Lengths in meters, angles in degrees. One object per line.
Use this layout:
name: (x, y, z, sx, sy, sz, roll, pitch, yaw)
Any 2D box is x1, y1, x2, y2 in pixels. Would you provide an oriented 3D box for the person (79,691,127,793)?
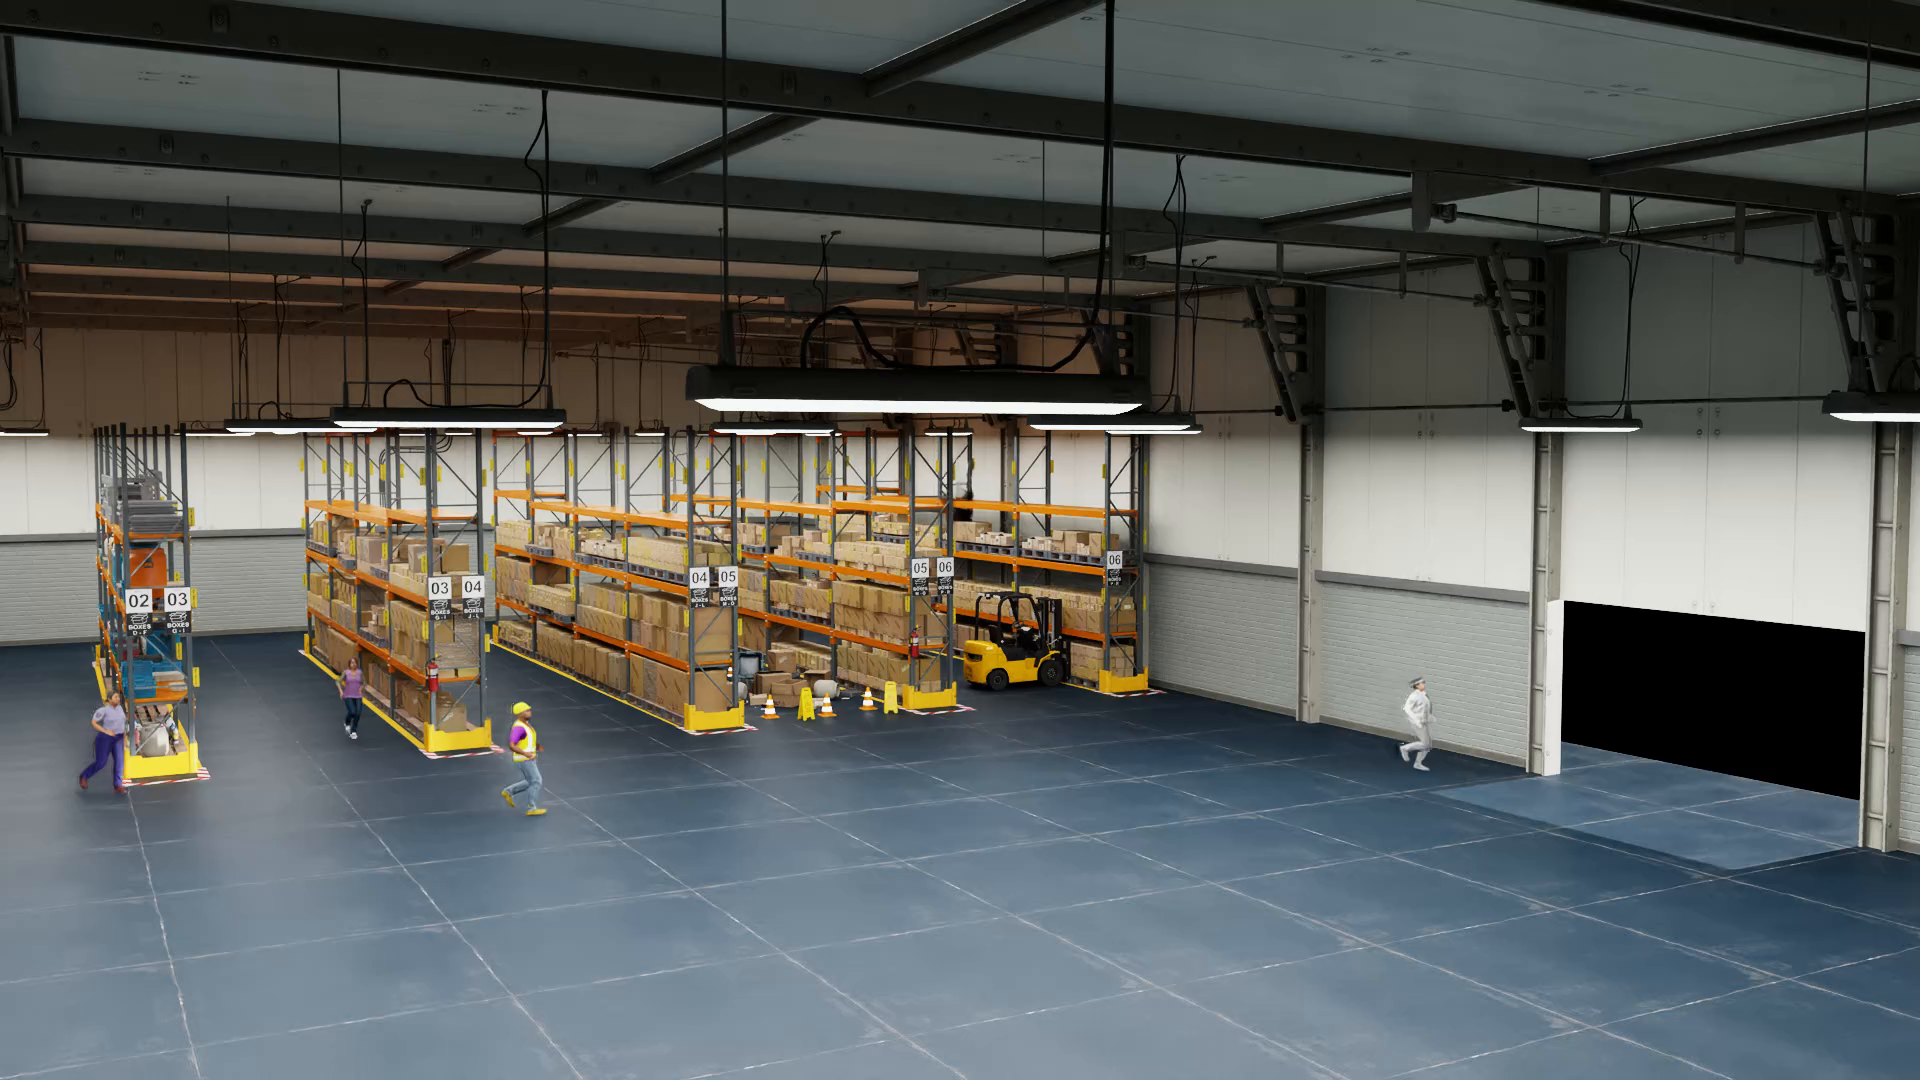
person: (-13.809, 3.271, 27.066, 0.915, 1.614, 0.687, 2, 4, 24)

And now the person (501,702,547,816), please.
person: (-6.656, 3.328, 25.299, 0.696, 1.723, 0.704, 0, 3, -5)

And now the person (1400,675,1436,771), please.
person: (7.939, 3.159, 28.814, 0.552, 1.657, 0.621, 3, 4, 39)

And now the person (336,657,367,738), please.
person: (-11.569, 3.028, 31.709, 0.522, 1.538, 0.549, -2, 4, -34)

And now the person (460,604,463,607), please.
person: (-14.160, 2.080, 46.017, 0.772, 1.768, 0.860, 0, 3, -5)
